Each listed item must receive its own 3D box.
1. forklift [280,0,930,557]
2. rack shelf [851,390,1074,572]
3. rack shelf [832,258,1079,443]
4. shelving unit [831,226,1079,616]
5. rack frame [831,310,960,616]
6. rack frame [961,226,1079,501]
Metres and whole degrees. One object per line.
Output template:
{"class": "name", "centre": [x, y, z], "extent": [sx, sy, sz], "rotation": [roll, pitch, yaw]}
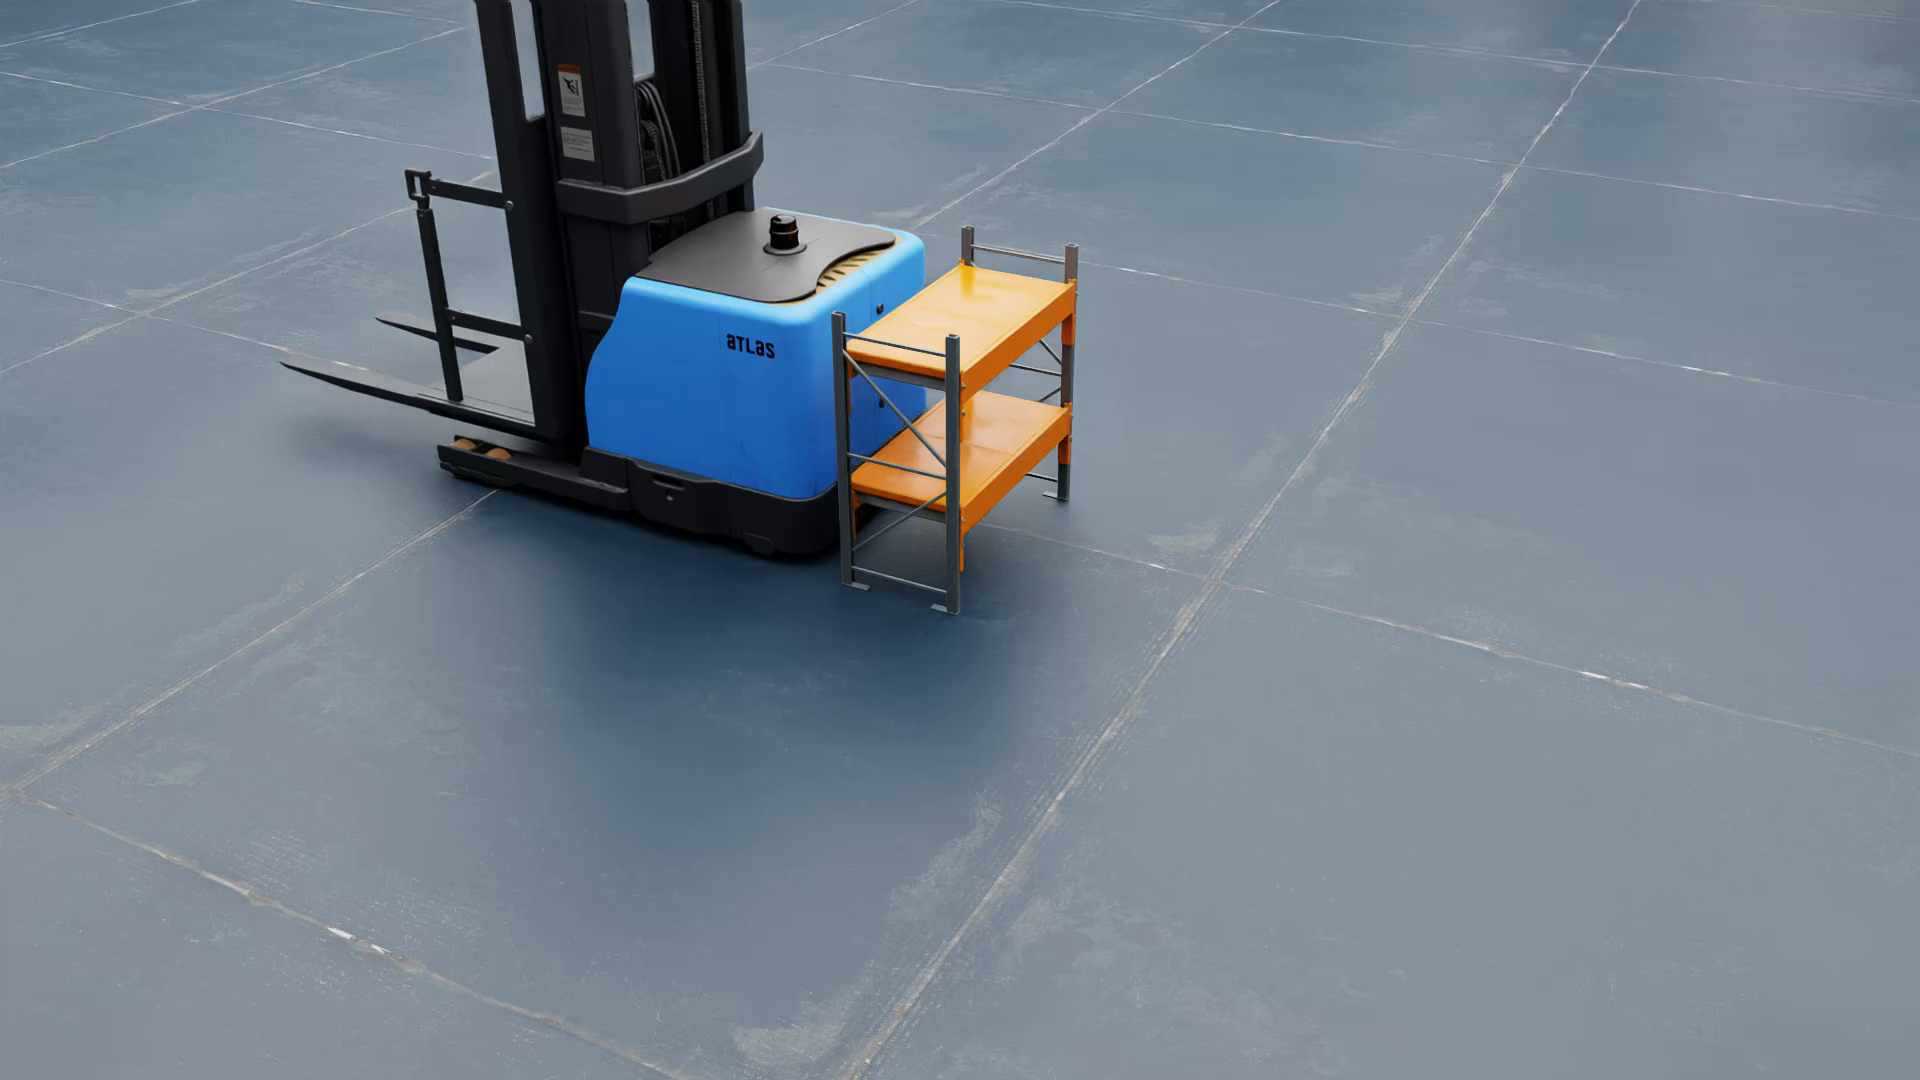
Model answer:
{"class": "forklift", "centre": [-1.678, -1.712, 6.787], "extent": [3.031, 2.935, 1.130], "rotation": [14, 33, 24]}
{"class": "rack shelf", "centre": [0.003, -0.279, 6.597], "extent": [0.538, 0.278, 1.000], "rotation": [14, 33, 23]}
{"class": "rack shelf", "centre": [0.003, -0.745, 6.329], "extent": [0.538, 0.278, 1.000], "rotation": [14, 33, 23]}
{"class": "shelving unit", "centre": [0.003, -0.491, 6.475], "extent": [0.538, 1.125, 1.048], "rotation": [14, 33, 23]}
{"class": "rack frame", "centre": [-0.229, -0.265, 6.083], "extent": [0.500, 1.125, 0.032], "rotation": [14, 33, 23]}
{"class": "rack frame", "centre": [0.235, -0.716, 6.868], "extent": [0.500, 1.125, 0.032], "rotation": [14, 33, 23]}
